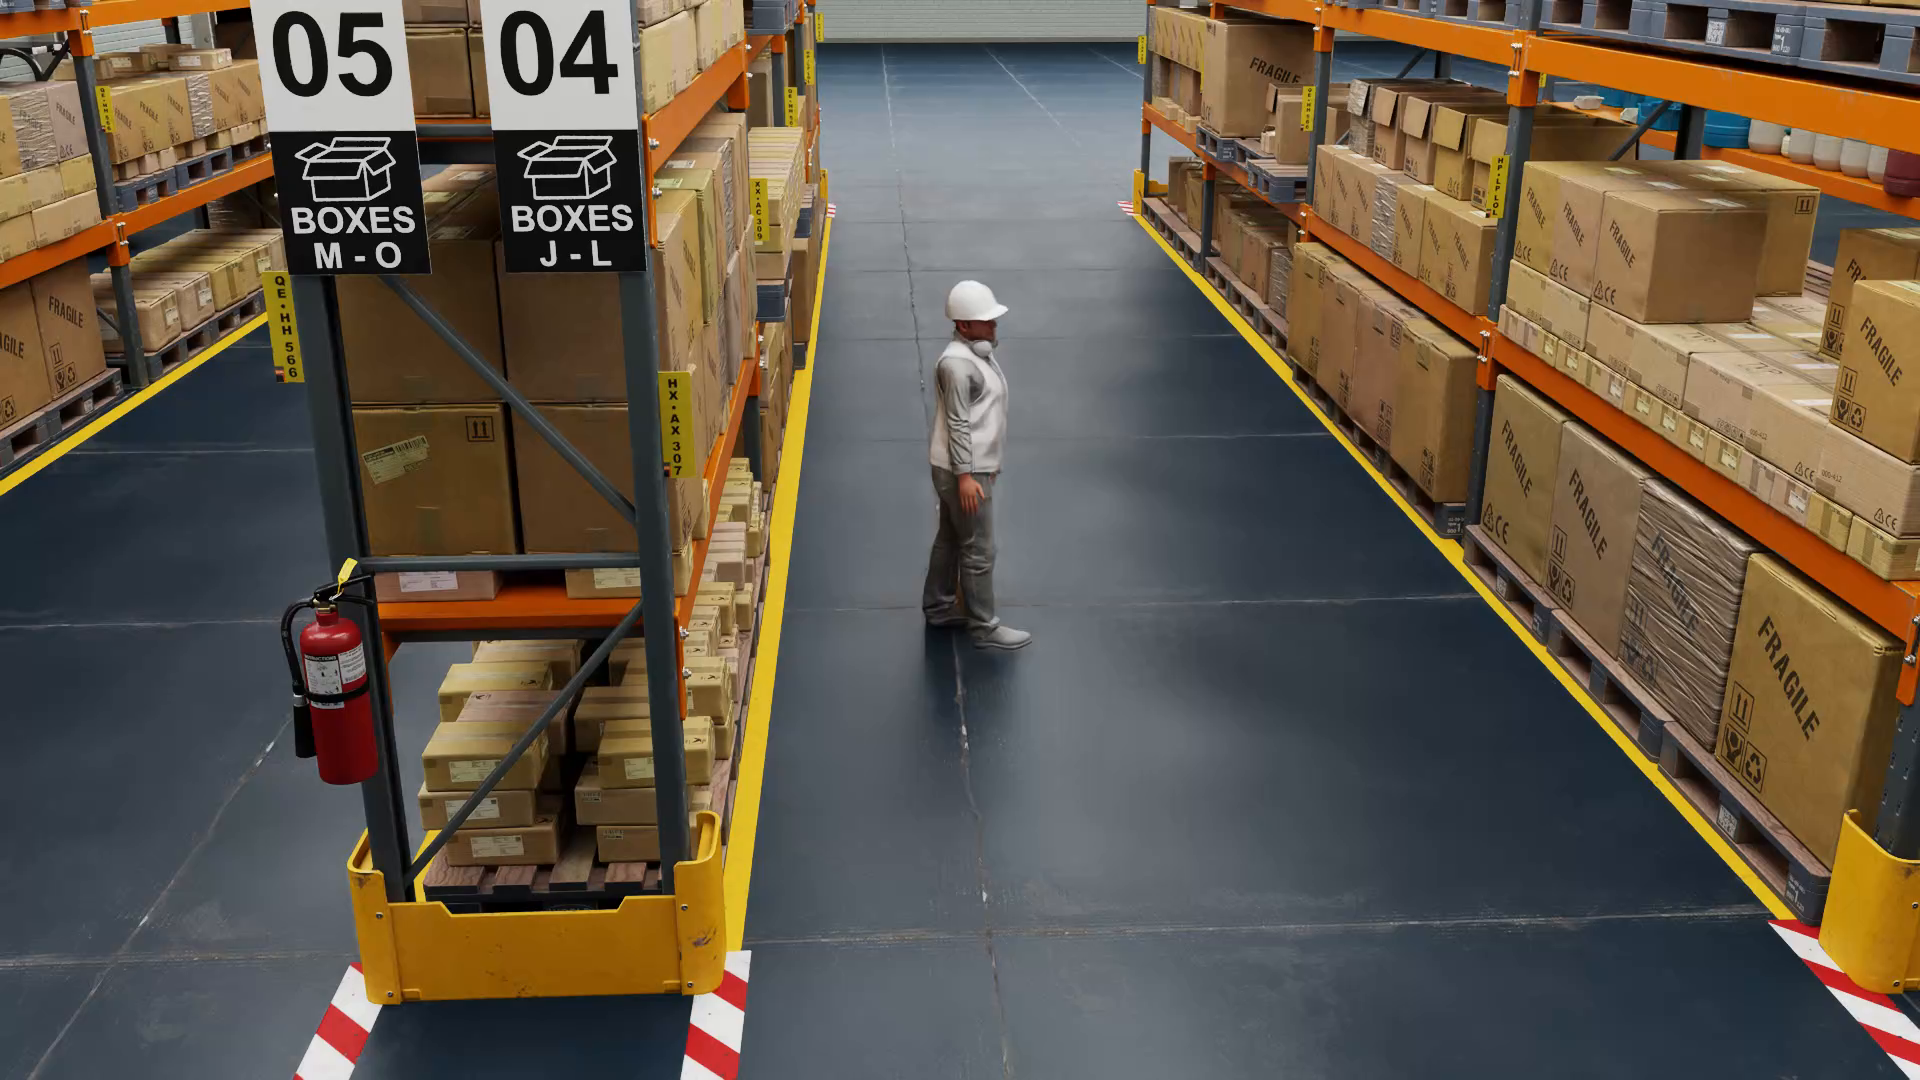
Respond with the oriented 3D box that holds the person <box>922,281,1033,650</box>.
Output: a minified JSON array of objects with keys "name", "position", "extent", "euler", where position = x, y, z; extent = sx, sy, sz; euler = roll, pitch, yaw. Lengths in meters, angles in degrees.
[{"name":"person","position":[0.085,-0.357,7.935],"extent":[0.574,1.770,0.632],"euler":[2,20,6]}]
